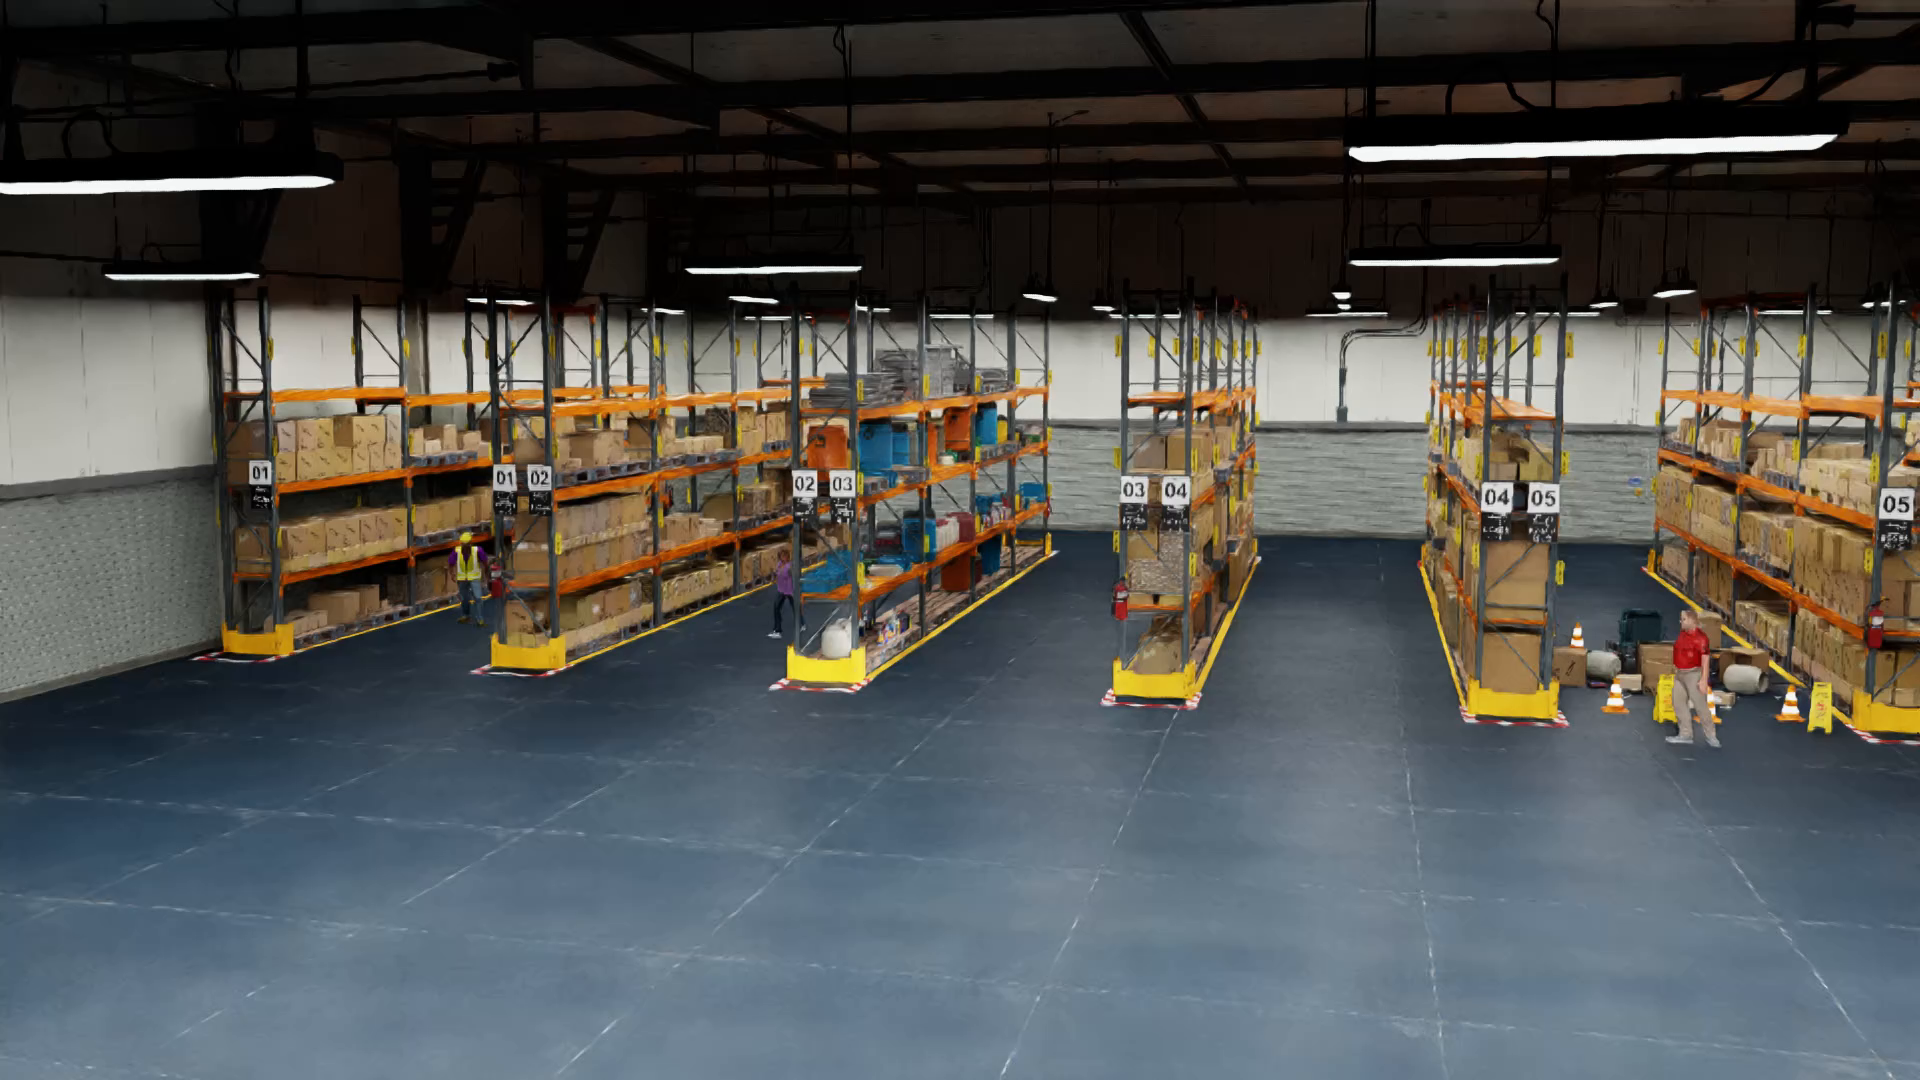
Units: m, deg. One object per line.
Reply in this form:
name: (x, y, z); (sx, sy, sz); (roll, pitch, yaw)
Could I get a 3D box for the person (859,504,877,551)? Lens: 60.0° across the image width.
person: (-2.176, -0.168, 38.284); (0.566, 1.440, 0.512); (1, 7, 11)

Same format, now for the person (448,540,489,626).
person: (-8.894, 0.715, 30.140); (0.708, 1.664, 0.843); (0, 7, -4)

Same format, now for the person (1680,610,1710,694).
person: (9.251, 1.402, 21.061); (0.251, 1.037, 0.603); (-2, 7, -14)

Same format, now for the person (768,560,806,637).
person: (-2.996, 1.003, 29.029); (0.352, 1.325, 0.848); (4, 8, 30)

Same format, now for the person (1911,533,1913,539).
person: (16.856, 0.343, 29.610); (0.324, 1.057, 0.643); (6, 9, 40)
